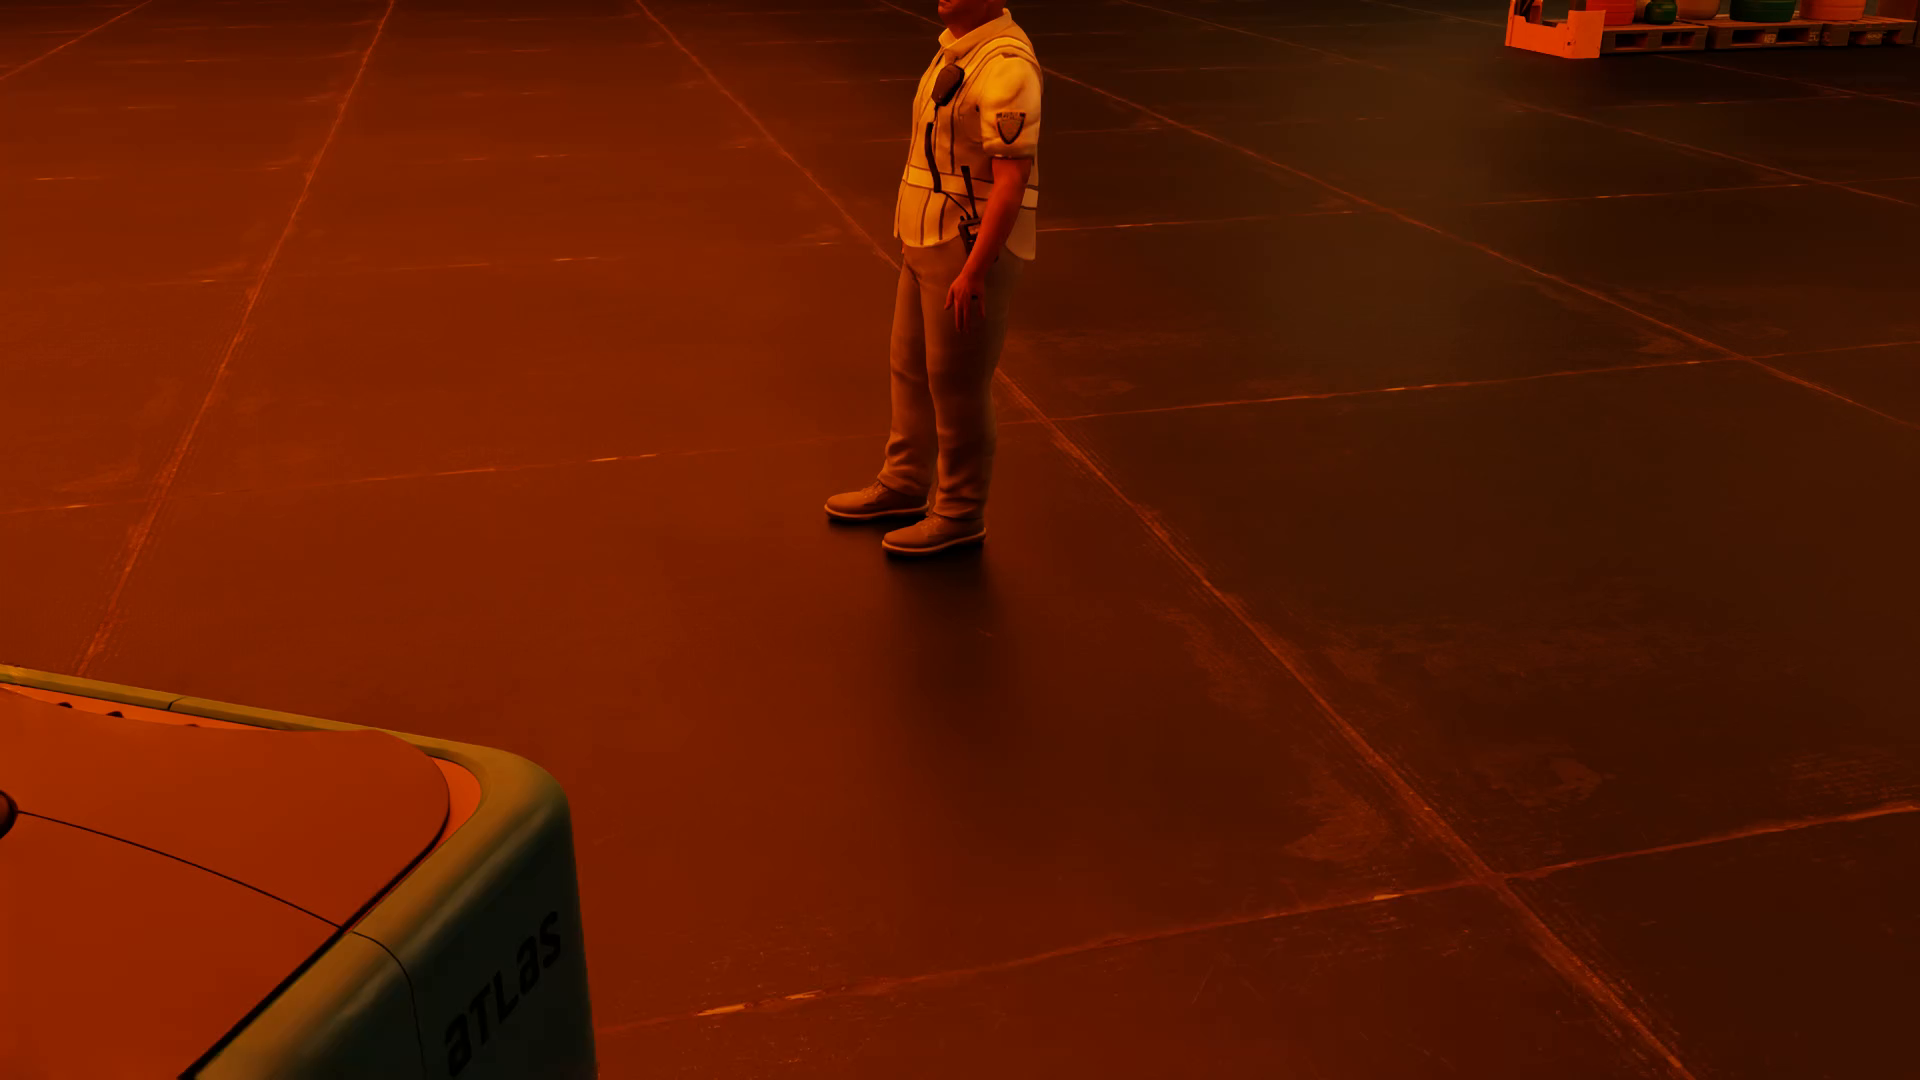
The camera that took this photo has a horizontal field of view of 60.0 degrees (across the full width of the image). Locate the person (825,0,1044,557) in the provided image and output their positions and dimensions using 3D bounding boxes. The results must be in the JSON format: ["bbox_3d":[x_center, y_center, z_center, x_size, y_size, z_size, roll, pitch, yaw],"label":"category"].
[{"bbox_3d":[-0.078,-0.822,4.693,0.574,1.778,0.641,-6,24,-14],"label":"person"}]
